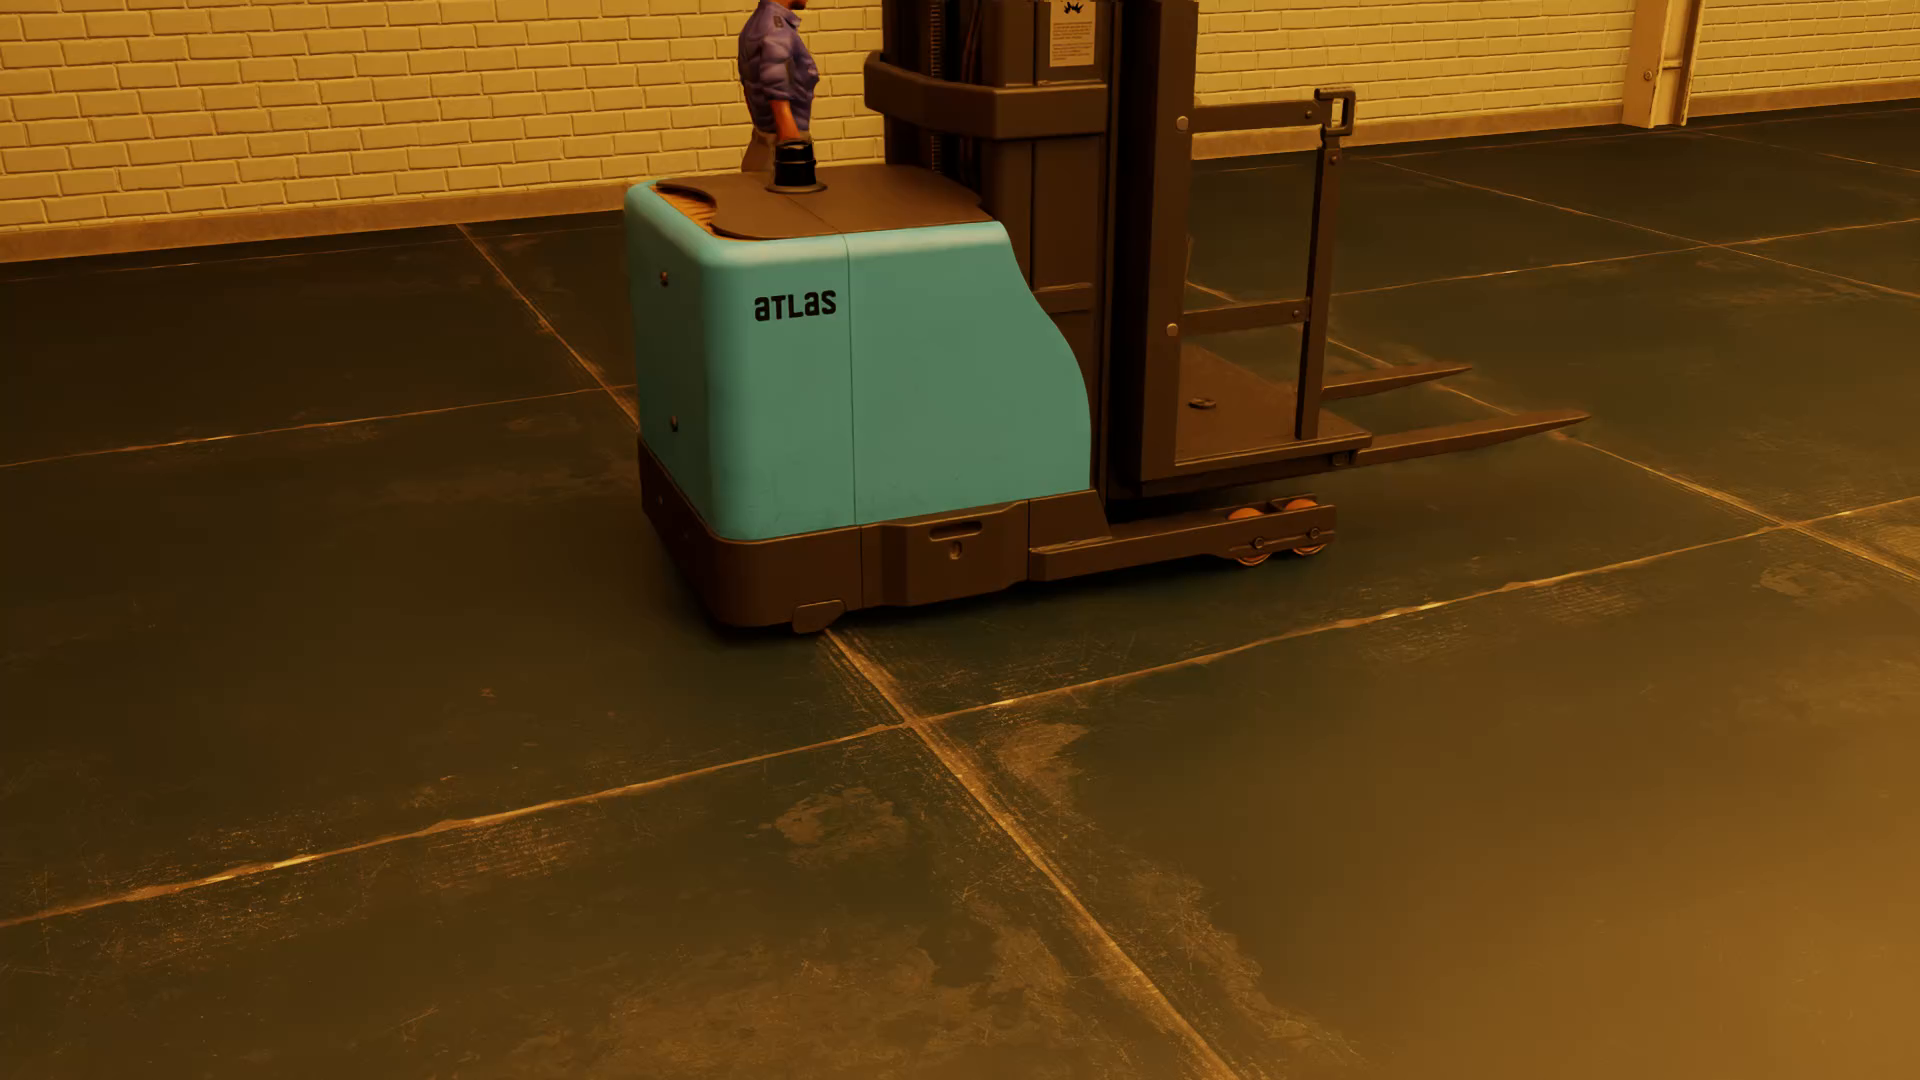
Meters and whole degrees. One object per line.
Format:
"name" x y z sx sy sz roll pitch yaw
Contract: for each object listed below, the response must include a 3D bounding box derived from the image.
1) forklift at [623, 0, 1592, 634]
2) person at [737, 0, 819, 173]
"forklift" 0.580 -1.455 4.789 3.031 2.935 1.130 -9 24 -21
"person" -0.640 -1.408 6.350 0.367 1.650 0.616 -9 24 -20
